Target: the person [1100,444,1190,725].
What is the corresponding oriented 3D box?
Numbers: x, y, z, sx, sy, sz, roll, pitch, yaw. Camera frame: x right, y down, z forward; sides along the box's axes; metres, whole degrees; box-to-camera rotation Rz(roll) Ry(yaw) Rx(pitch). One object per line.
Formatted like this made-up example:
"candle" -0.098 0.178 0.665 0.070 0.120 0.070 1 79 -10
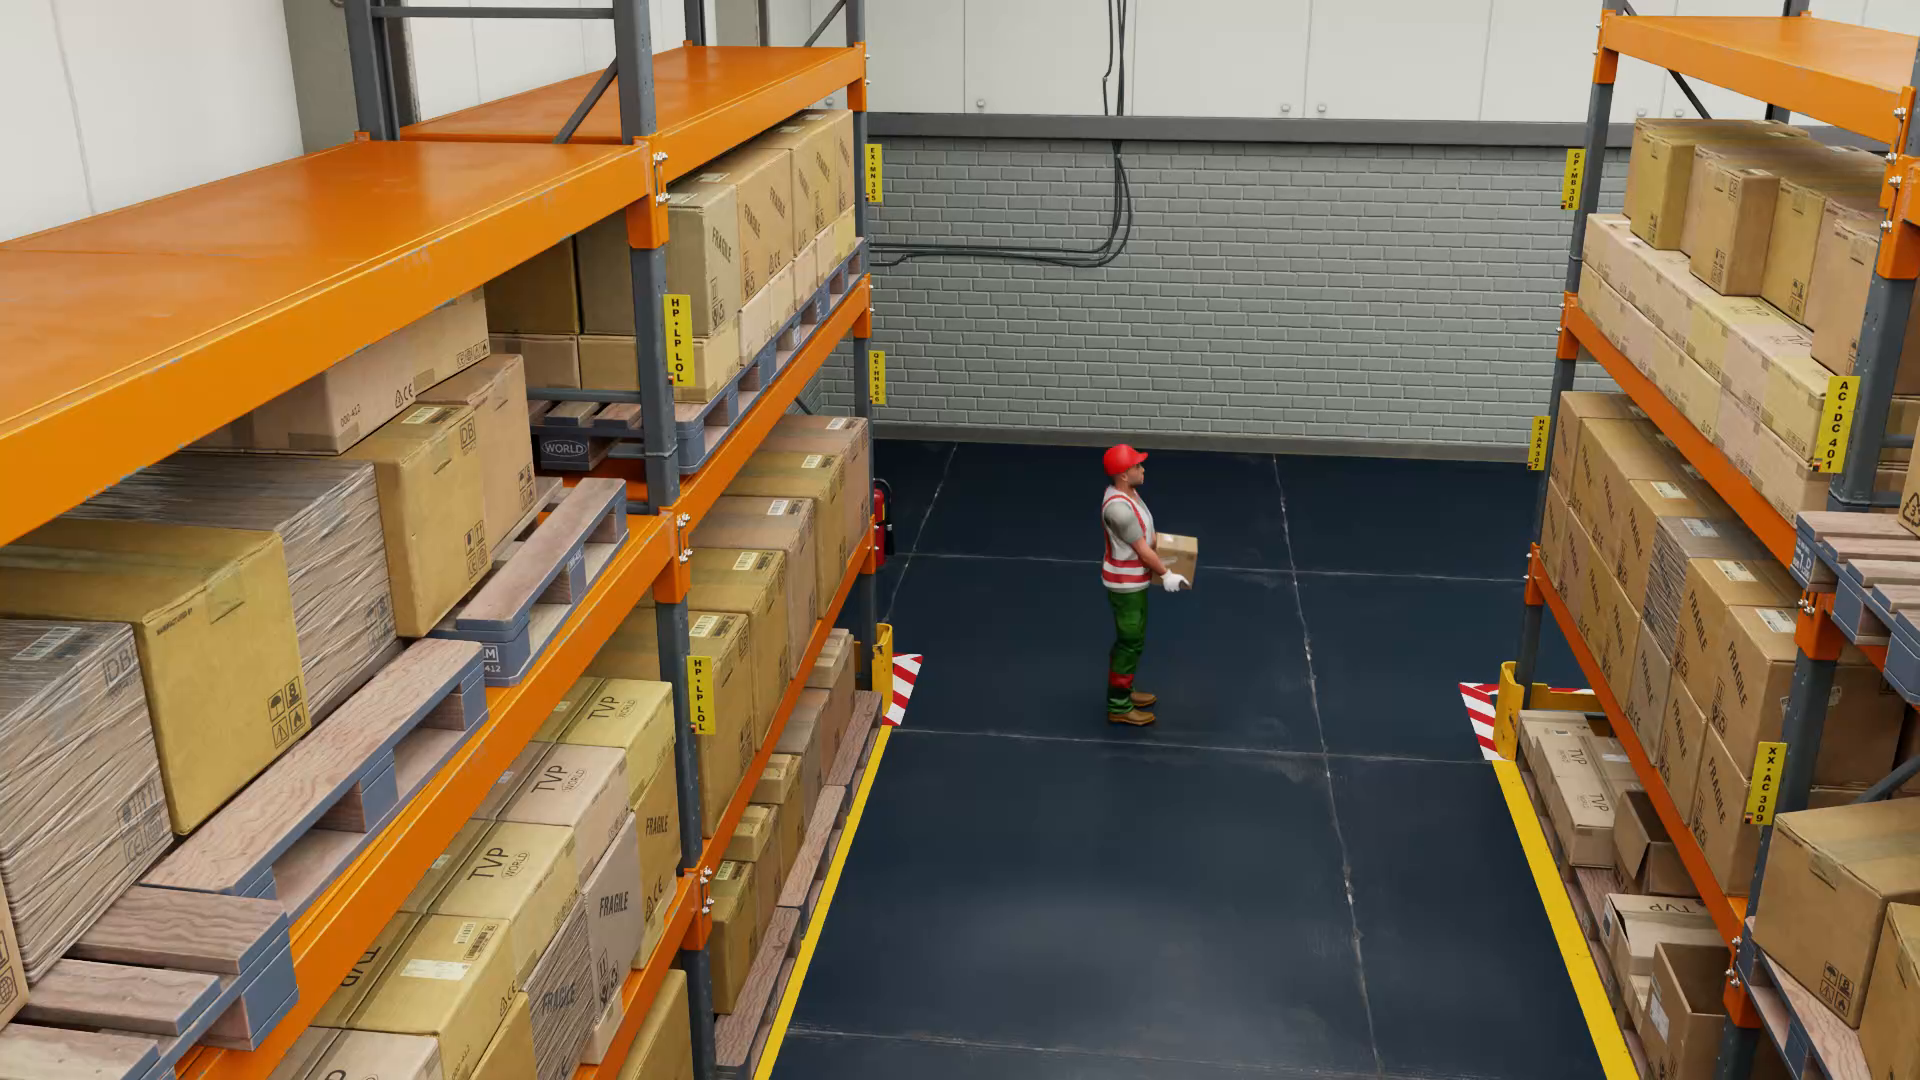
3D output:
"person" 1.144 0.268 10.352 0.560 1.787 0.500 2 21 6
